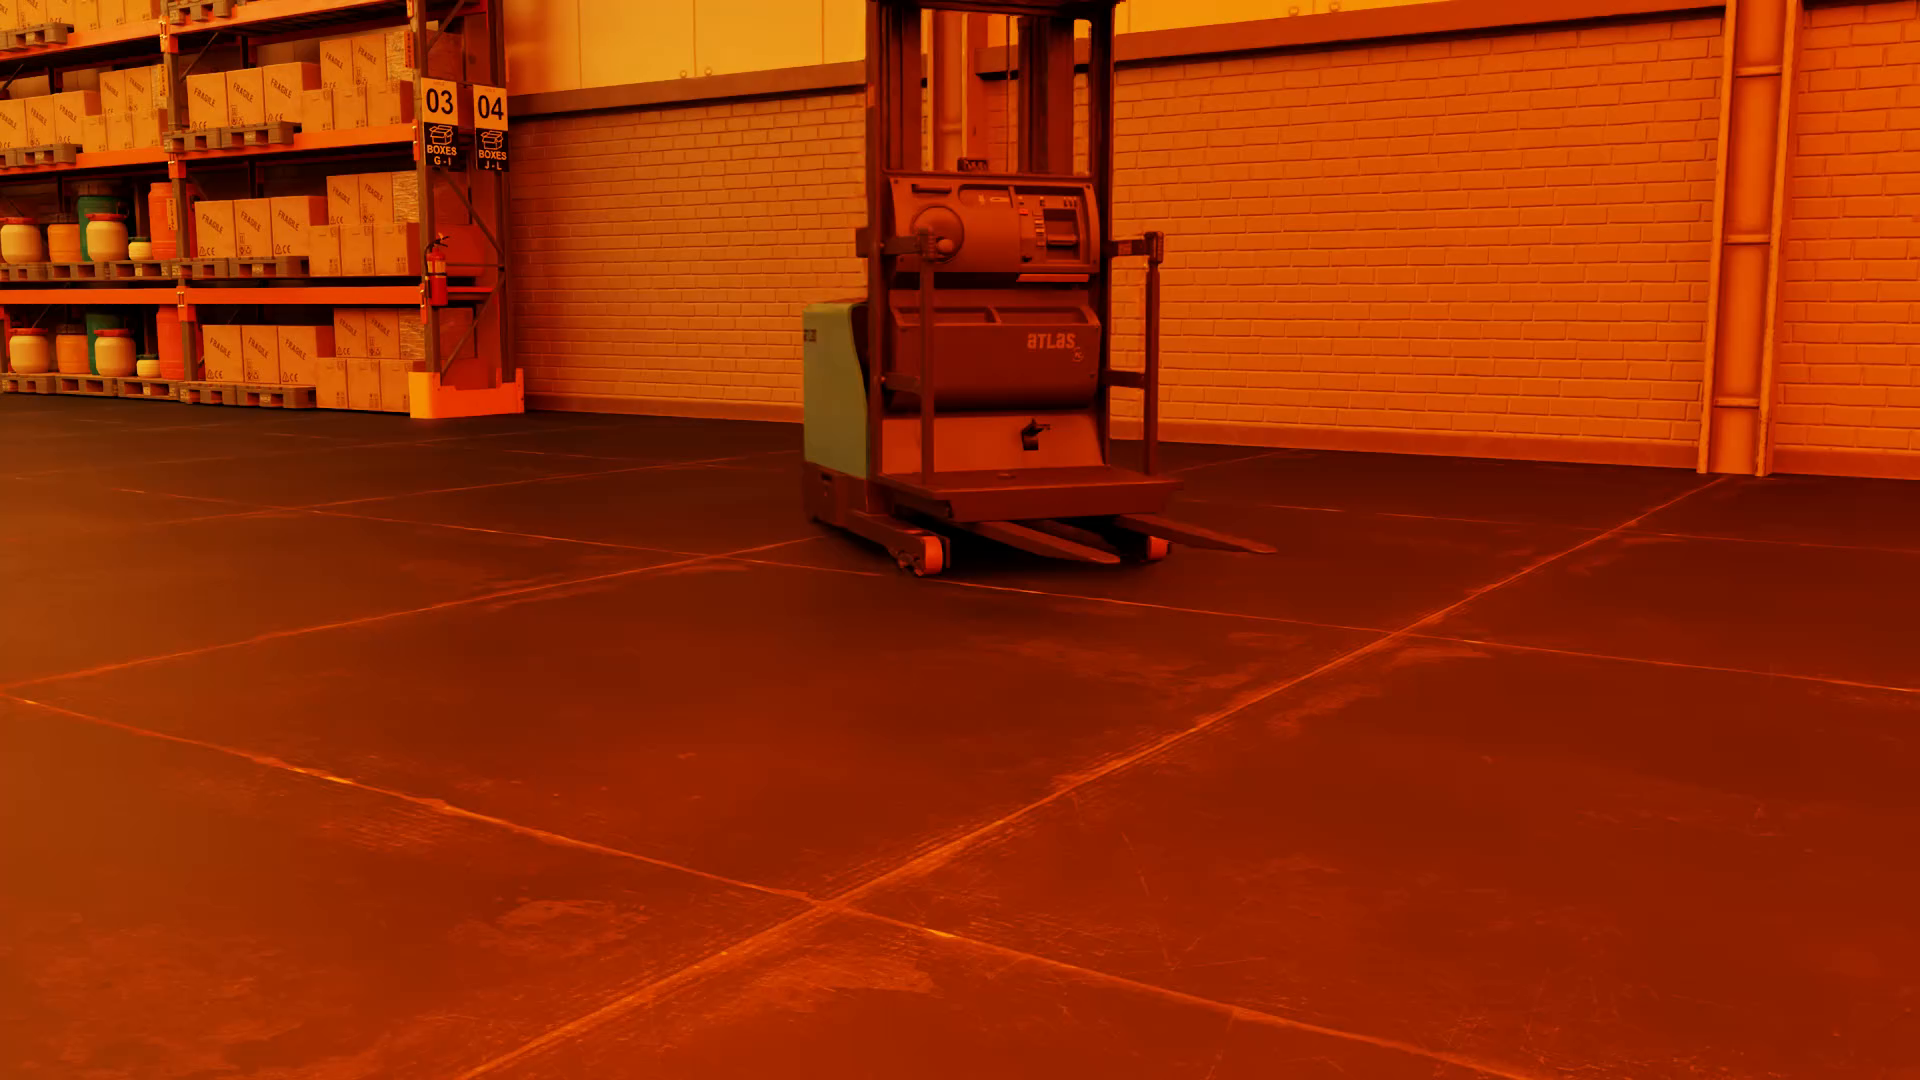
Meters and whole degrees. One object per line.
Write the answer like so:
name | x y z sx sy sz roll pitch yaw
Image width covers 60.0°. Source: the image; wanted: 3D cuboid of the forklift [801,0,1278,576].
forklift | 0.233 -1.371 6.836 1.130 2.935 3.031 -3 9 -21
